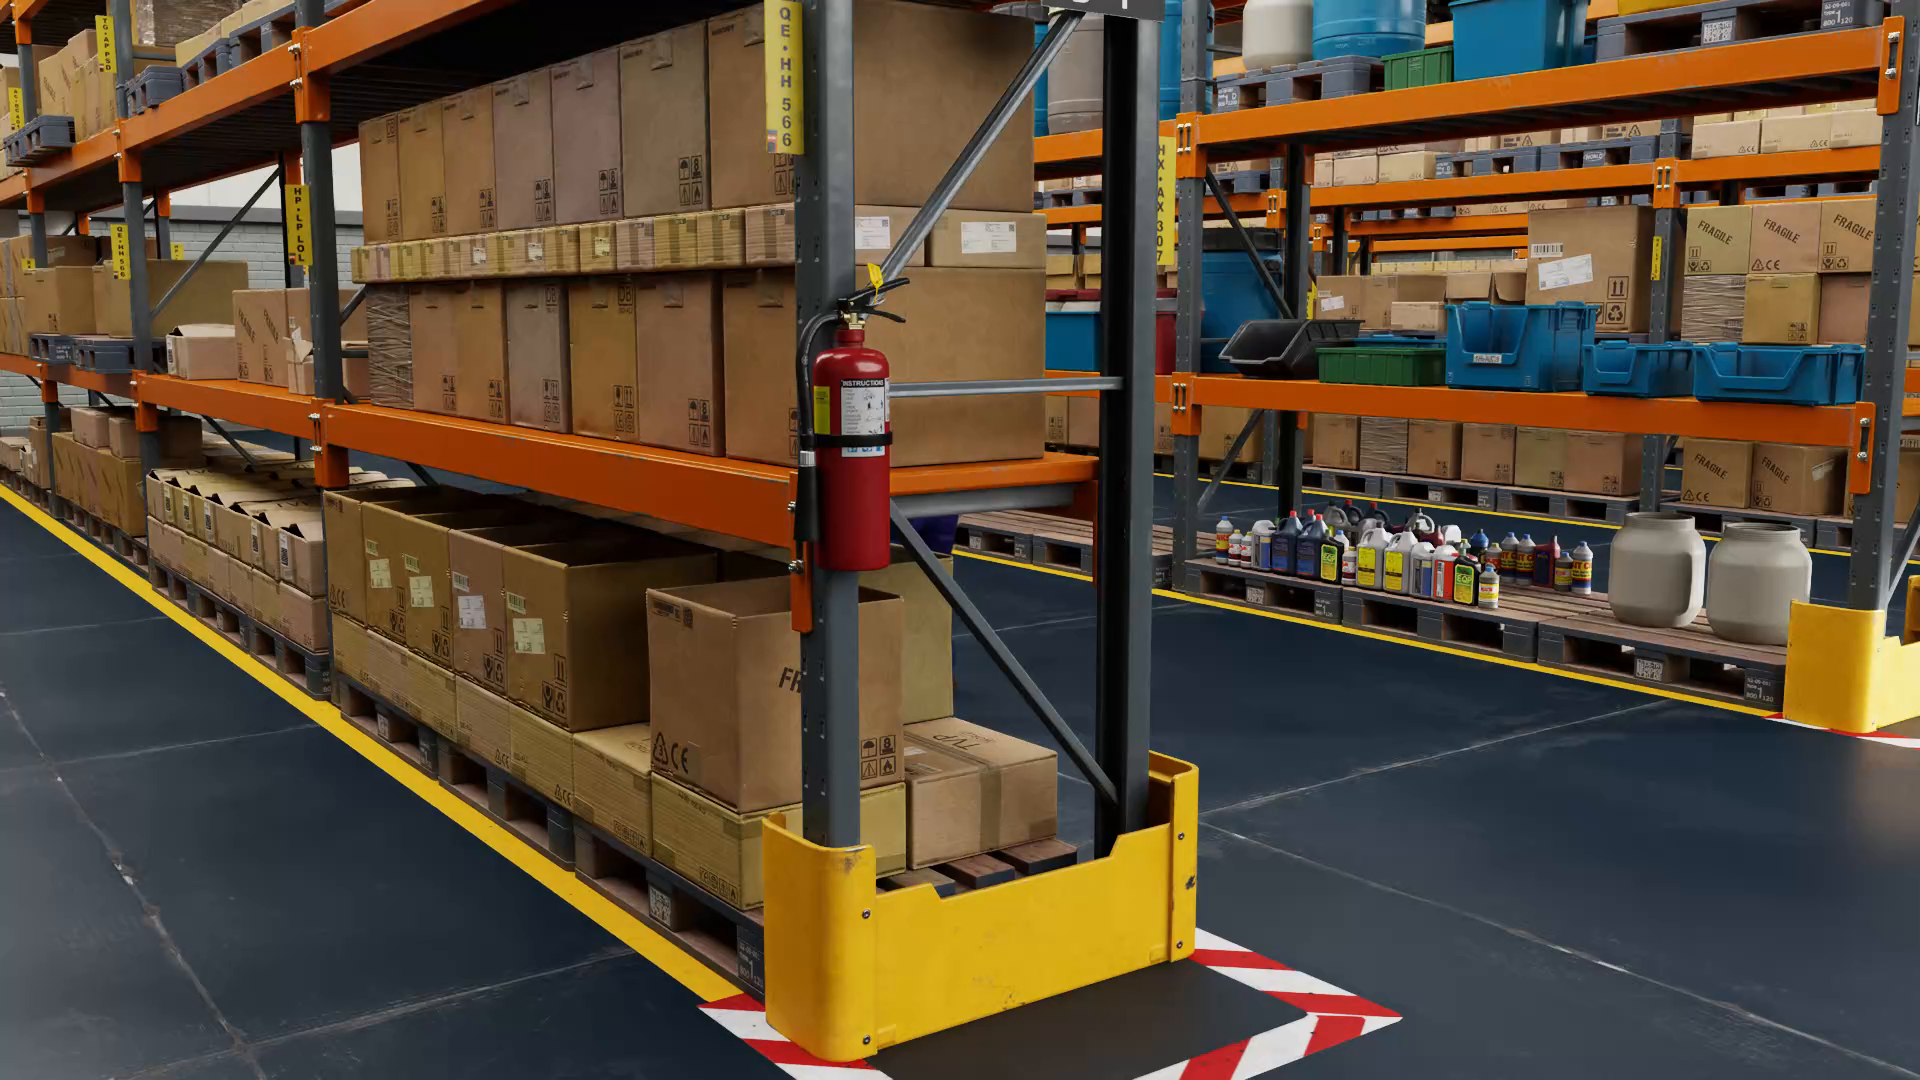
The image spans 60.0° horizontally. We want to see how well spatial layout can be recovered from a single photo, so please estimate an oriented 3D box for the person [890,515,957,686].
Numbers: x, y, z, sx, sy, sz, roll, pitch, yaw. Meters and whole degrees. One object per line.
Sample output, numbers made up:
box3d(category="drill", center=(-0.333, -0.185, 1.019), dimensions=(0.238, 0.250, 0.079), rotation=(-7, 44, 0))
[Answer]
box3d(category="person", center=(-0.252, -0.145, 7.386), dimensions=(0.558, 1.652, 0.417), rotation=(-6, 10, -38))
